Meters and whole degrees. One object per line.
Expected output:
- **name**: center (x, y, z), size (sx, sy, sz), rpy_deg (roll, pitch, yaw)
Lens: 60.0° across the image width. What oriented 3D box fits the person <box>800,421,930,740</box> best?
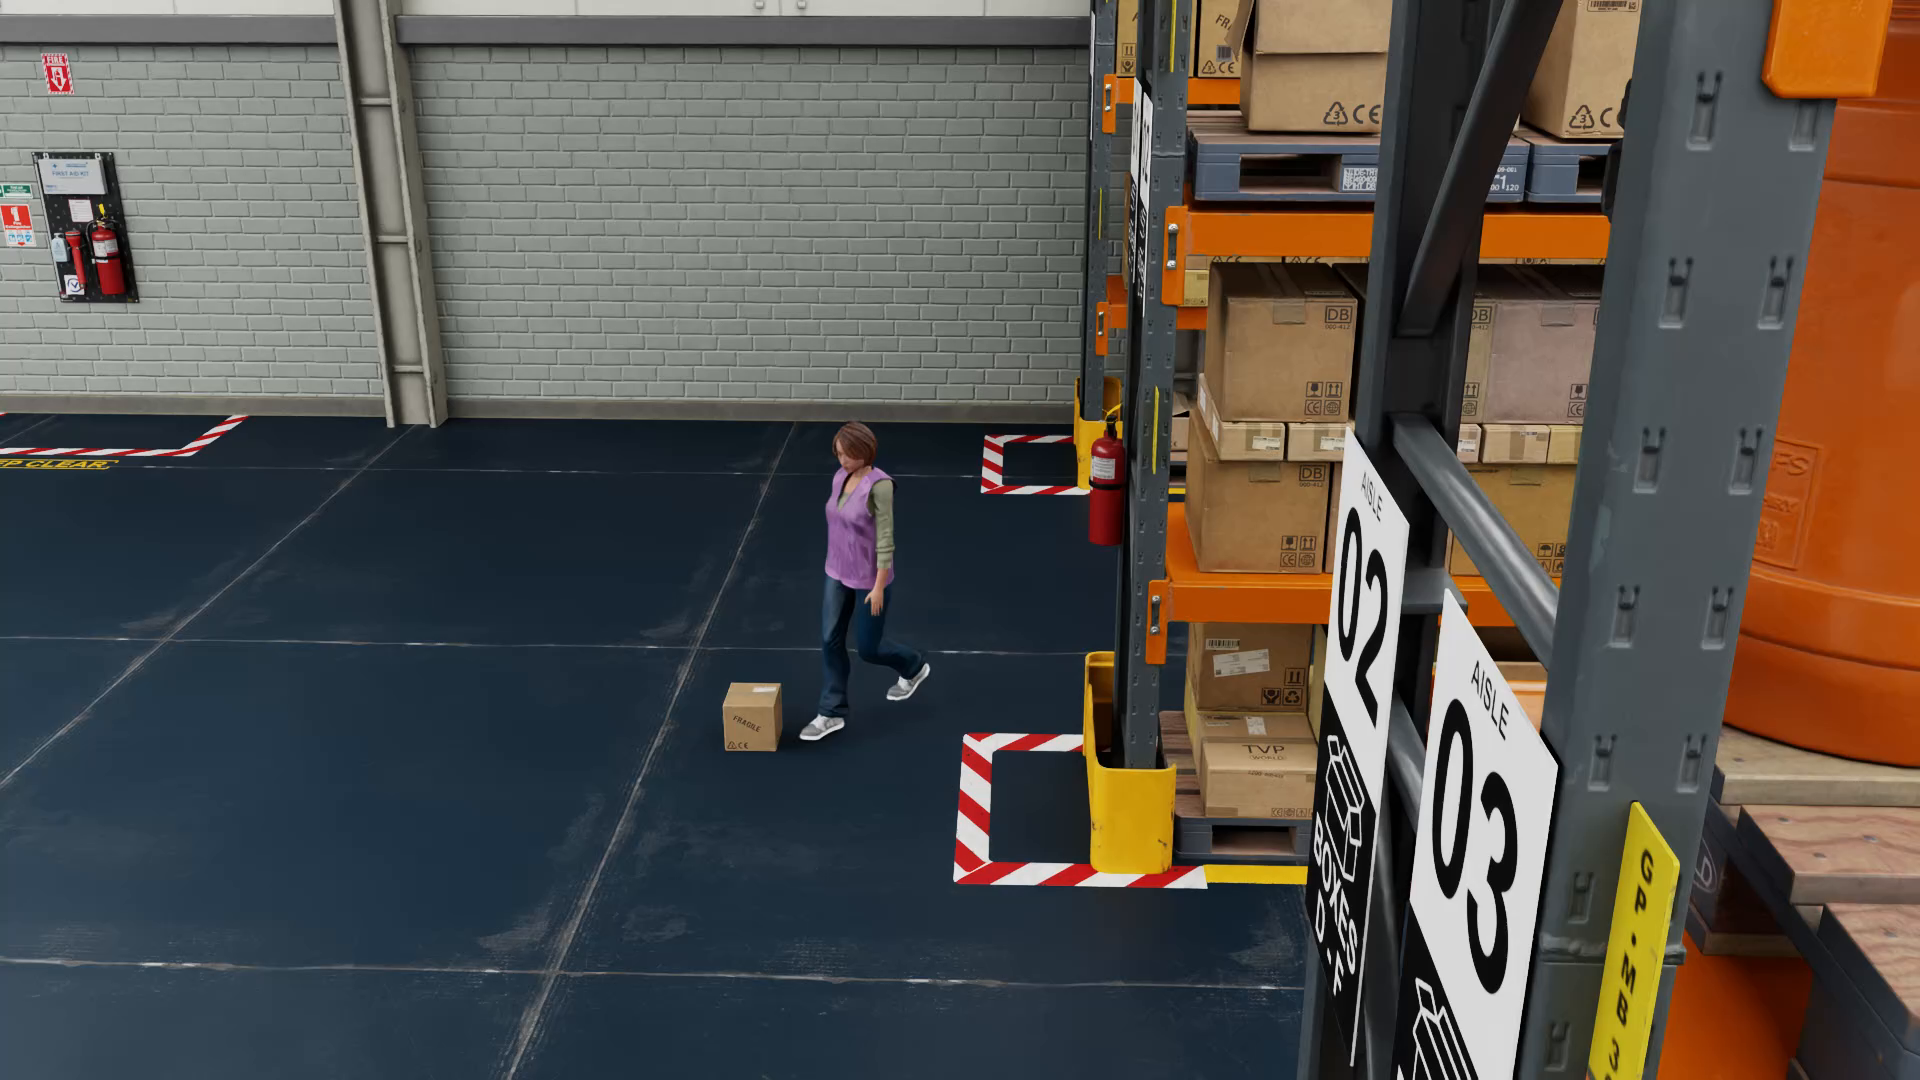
- **person**: center (-0.478, 0.186, 8.107), size (0.456, 1.575, 0.736), rpy_deg (18, 28, 39)
